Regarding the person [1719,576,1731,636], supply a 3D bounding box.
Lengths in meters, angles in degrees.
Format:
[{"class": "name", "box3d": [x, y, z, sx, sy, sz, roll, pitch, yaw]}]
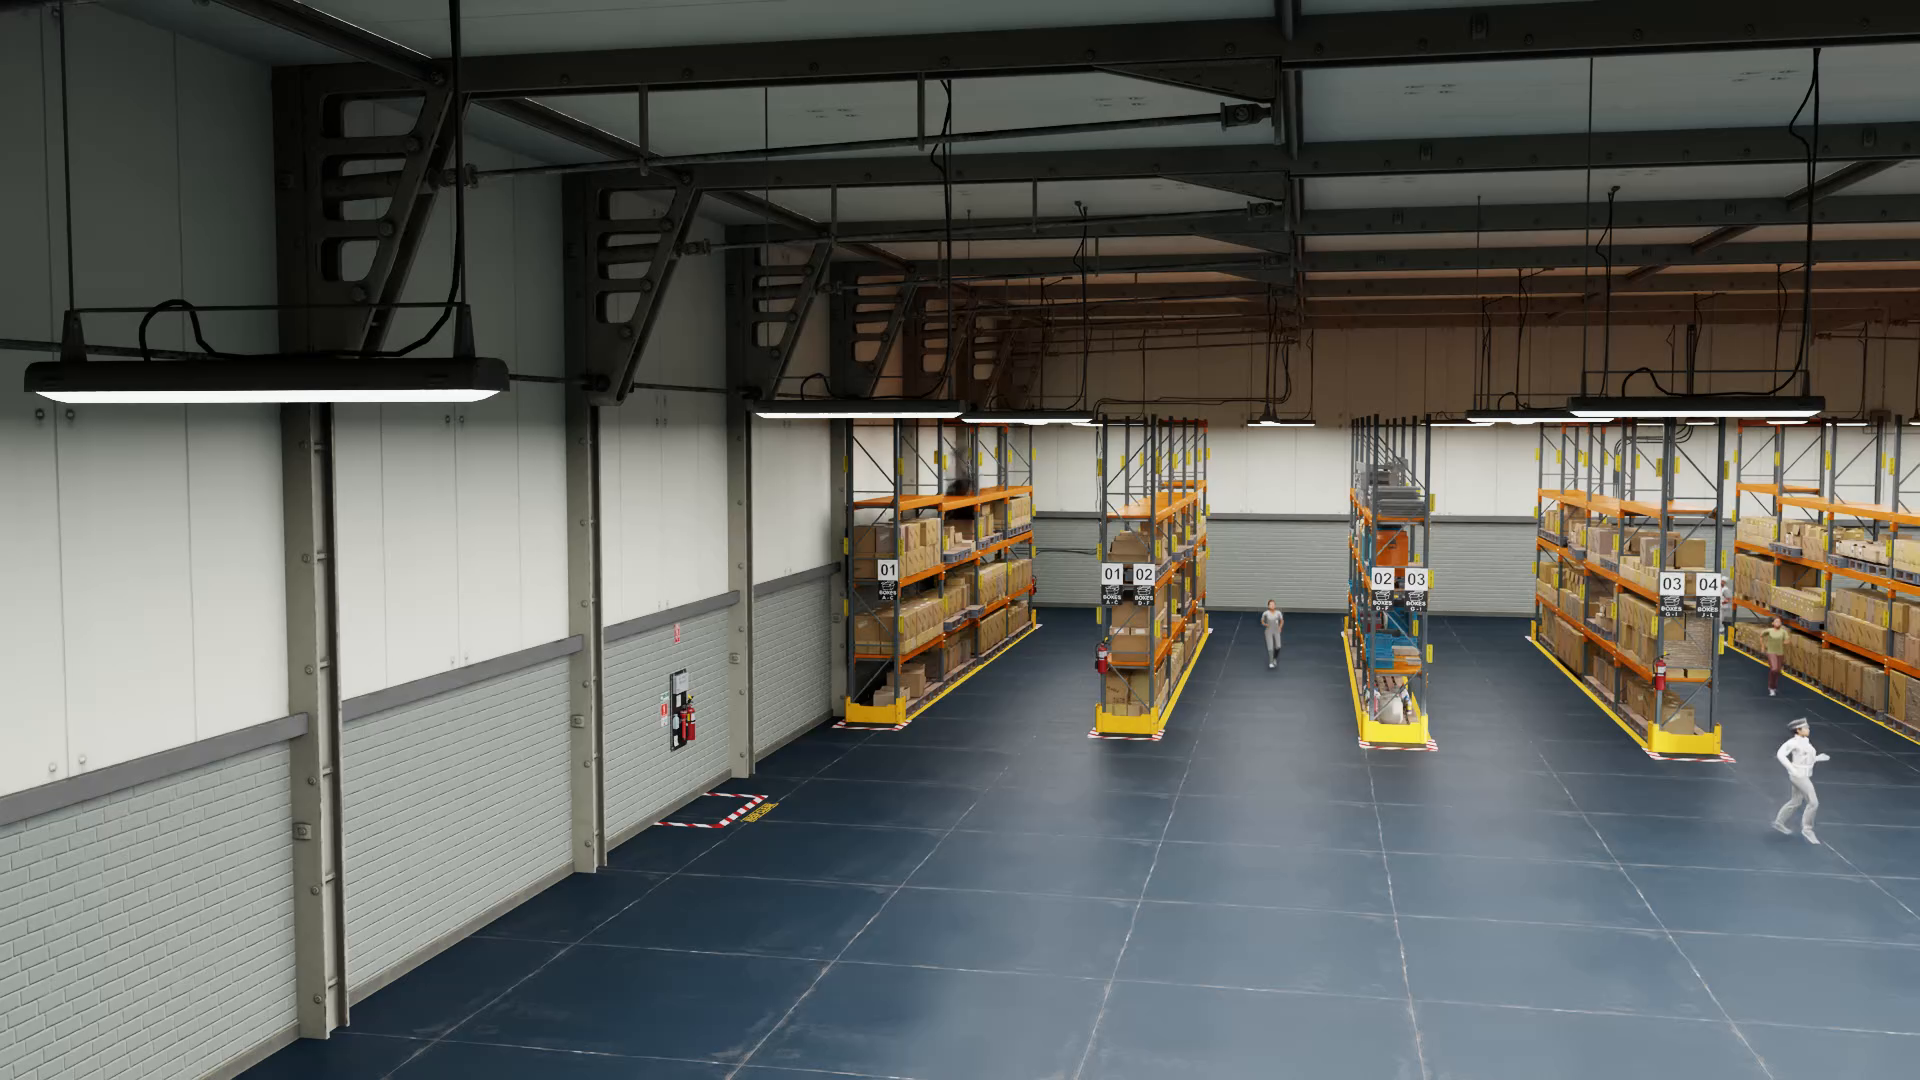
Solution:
[{"class": "person", "box3d": [20.554, 1.852, 45.006, 0.633, 1.764, 0.665, -2, 4, -22]}]

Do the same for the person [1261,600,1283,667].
[{"class": "person", "box3d": [7.478, 2.249, 39.726, 0.553, 1.628, 0.558, 0, 4, 3]}]

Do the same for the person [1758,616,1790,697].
[{"class": "person", "box3d": [17.579, 2.500, 35.868, 0.538, 1.720, 0.723, 0, 4, 5]}]

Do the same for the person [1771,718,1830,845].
[{"class": "person", "box3d": [11.693, 3.335, 23.134, 0.695, 1.753, 0.593, 3, 5, 37]}]
